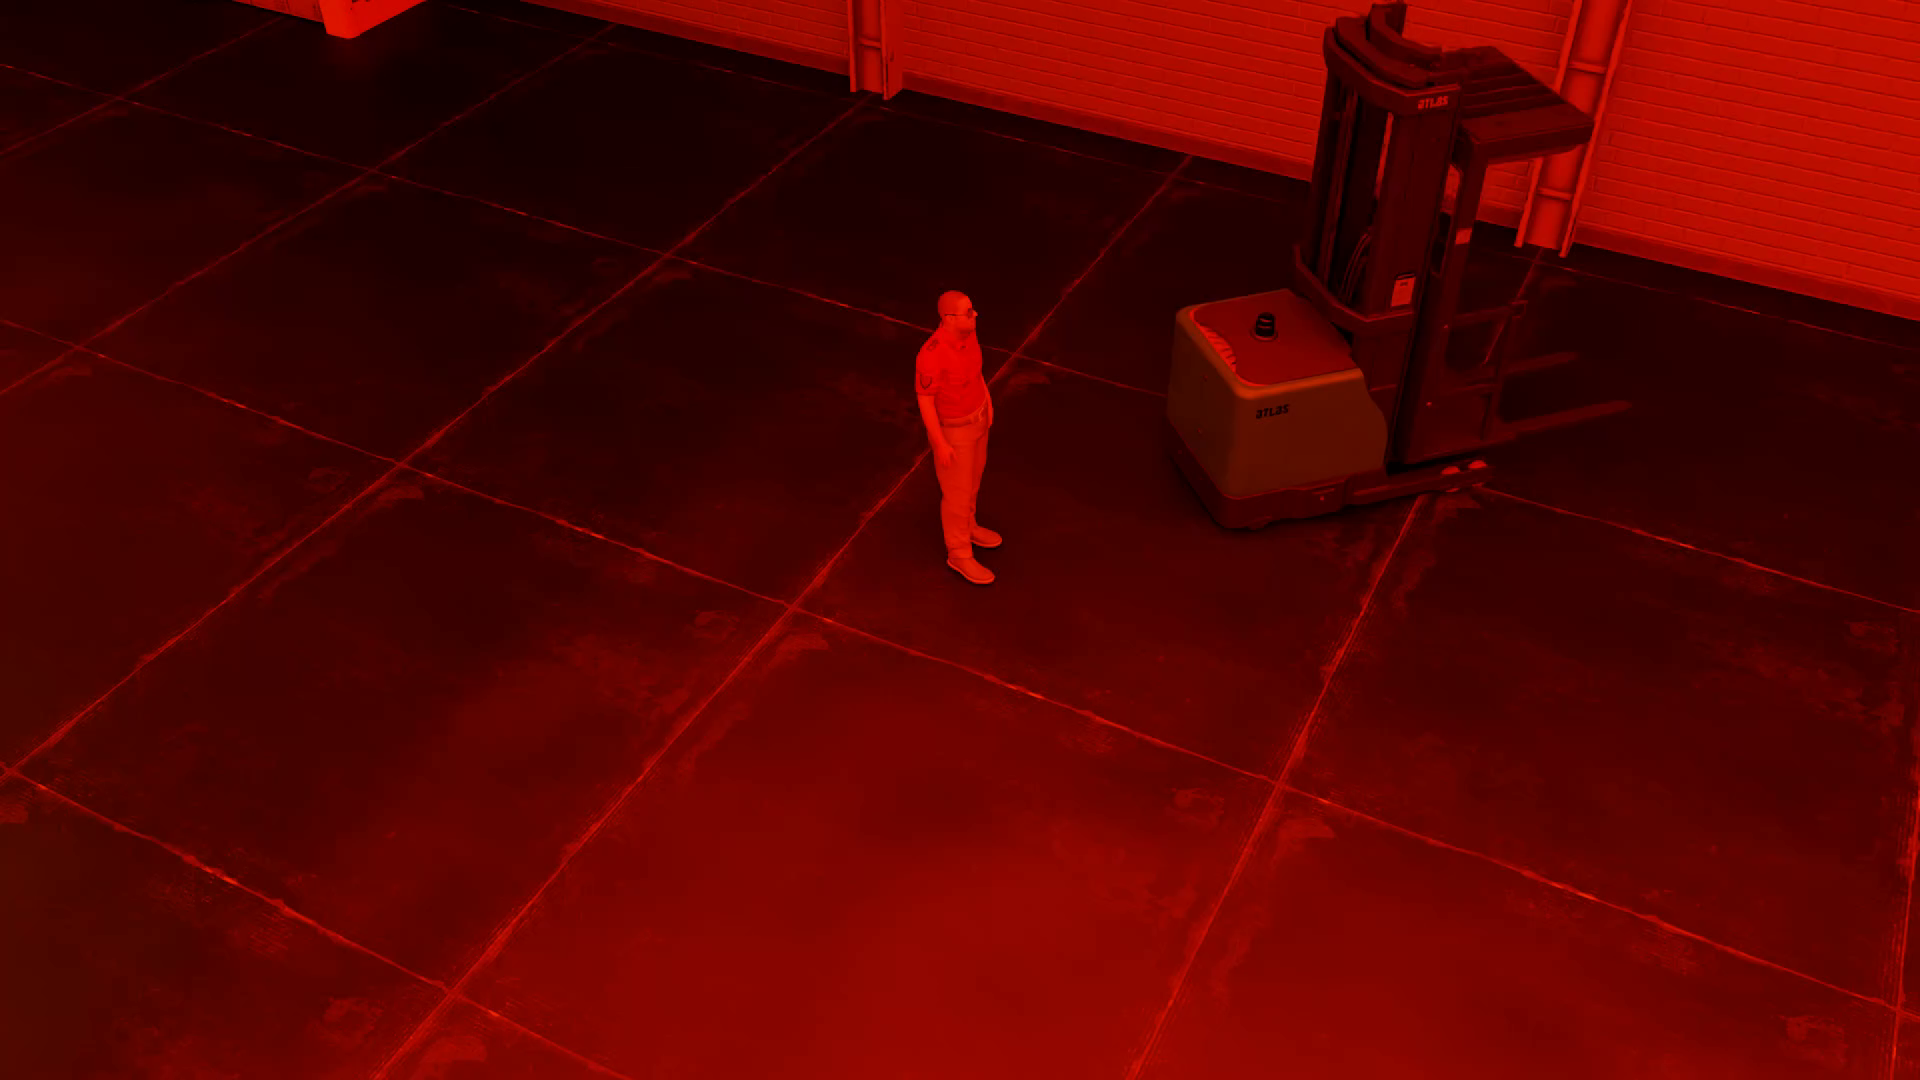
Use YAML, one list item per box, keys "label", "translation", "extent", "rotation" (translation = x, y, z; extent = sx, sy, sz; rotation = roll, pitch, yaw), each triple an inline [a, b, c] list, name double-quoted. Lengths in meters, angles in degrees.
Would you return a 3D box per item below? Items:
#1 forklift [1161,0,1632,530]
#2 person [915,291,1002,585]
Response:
- label: "forklift"
  translation: [2.894, -1.739, 10.051]
  extent: [3.031, 2.935, 1.130]
  rotation: [-12, 42, -14]
- label: "person"
  translation: [0.074, -0.633, 9.661]
  extent: [0.551, 1.727, 0.640]
  rotation: [18, 43, 21]
